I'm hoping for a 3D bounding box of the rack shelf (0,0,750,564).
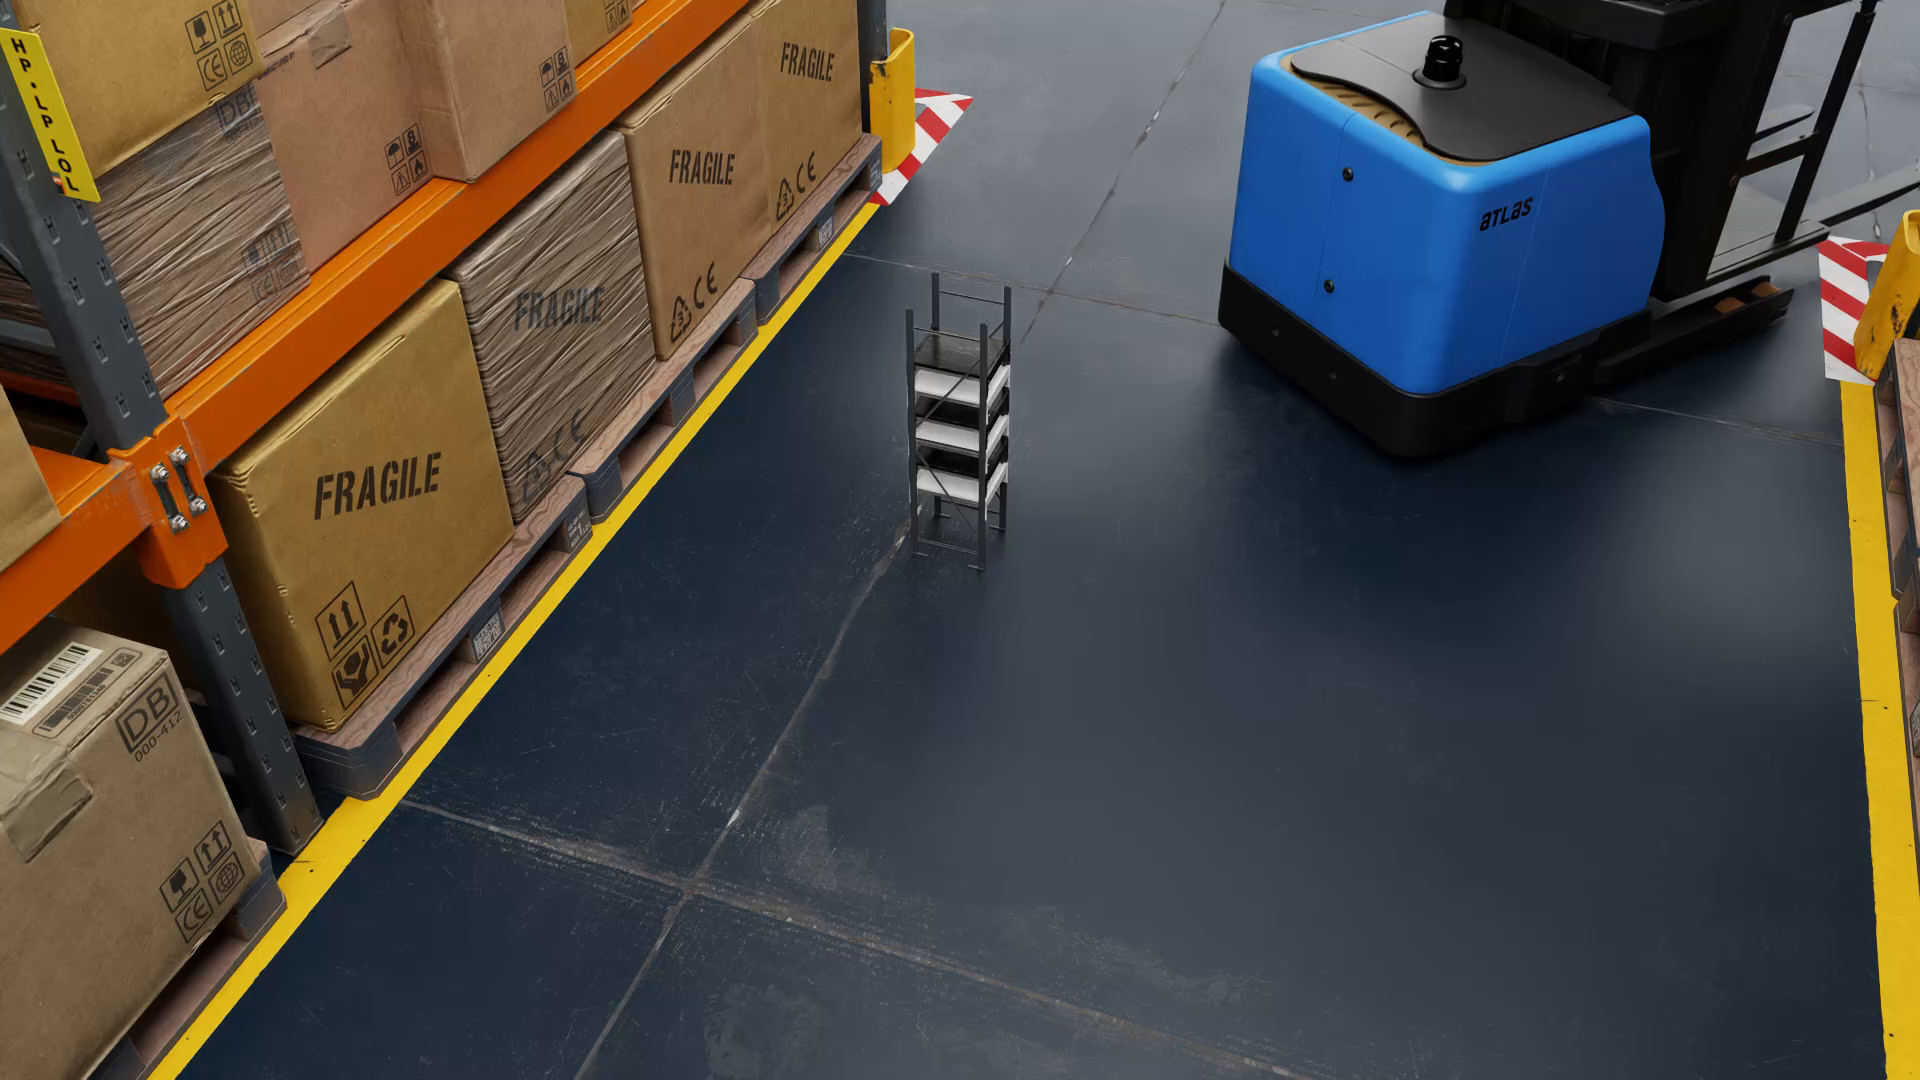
[{"bbox_3d":[-1.476,-1.413,5.150,1.077,0.370,4.000,13,42,15],"label":"rack shelf"}]

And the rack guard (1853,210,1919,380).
[{"bbox_3d":[3.808,-0.747,5.741,1.175,0.500,0.348,13,42,15],"label":"rack guard"}]

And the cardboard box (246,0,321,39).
[{"bbox_3d":[-1.922,-1.514,3.766,0.875,0.550,0.550,13,42,15],"label":"cardboard box"}]

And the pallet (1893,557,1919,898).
[{"bbox_3d":[3.079,0.592,4.393,1.003,0.211,1.213,13,42,15],"label":"pallet"}]

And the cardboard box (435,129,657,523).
[{"bbox_3d":[-1.574,-0.737,5.117,0.875,0.875,0.875,14,42,15],"label":"cardboard box"}]

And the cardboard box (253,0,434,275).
[{"bbox_3d":[-1.878,-1.092,4.104,0.875,0.550,0.550,13,42,15],"label":"cardboard box"}]

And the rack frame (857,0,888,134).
[{"bbox_3d":[-0.792,-2.907,6.346,1.000,3.000,0.127,13,42,15],"label":"rack frame"}]

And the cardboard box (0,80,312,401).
[{"bbox_3d":[-2.045,-0.752,3.705,0.875,0.550,0.550,13,42,15],"label":"cardboard box"}]

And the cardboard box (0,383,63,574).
[{"bbox_3d":[-2.087,-0.128,3.011,0.500,0.500,0.500,13,42,15],"label":"cardboard box"}]

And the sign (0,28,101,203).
[{"bbox_3d":[-1.647,-0.763,3.002,0.100,0.325,0.005,13,42,15],"label":"sign"}]

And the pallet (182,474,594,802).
[{"bbox_3d":[-1.826,0.147,4.915,1.003,0.211,1.213,13,42,15],"label":"pallet"}]

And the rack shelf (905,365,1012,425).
[{"bbox_3d":[-0.003,-0.449,4.857,0.258,0.077,0.200,13,42,15],"label":"rack shelf"}]

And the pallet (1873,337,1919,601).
[{"bbox_3d":[3.497,-0.150,5.263,1.003,0.211,1.213,13,42,15],"label":"pallet"}]

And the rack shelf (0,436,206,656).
[{"bbox_3d":[-2.844,1.026,2.290,1.077,0.370,4.000,13,42,15],"label":"rack shelf"}]

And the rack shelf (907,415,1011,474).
[{"bbox_3d":[-0.003,-0.312,4.974,0.258,0.077,0.200,13,42,15],"label":"rack shelf"}]

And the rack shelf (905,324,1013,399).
[{"bbox_3d":[-0.003,-0.517,4.799,0.258,0.077,0.200,13,42,15],"label":"rack shelf"}]

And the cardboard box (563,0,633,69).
[{"bbox_3d":[-1.496,-1.741,4.864,0.875,0.550,0.500,13,42,15],"label":"cardboard box"}]

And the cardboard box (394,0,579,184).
[{"bbox_3d":[-1.583,-1.396,4.459,0.875,0.550,0.550,13,42,15],"label":"cardboard box"}]

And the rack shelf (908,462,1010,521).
[{"bbox_3d":[-0.003,-0.175,5.091,0.258,0.077,0.200,13,42,15],"label":"rack shelf"}]

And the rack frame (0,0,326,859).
[{"bbox_3d":[-2.160,-0.467,3.487,1.000,3.000,0.127,13,42,15],"label":"rack frame"}]

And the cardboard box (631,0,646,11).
[{"bbox_3d":[-1.353,-2.074,5.254,0.875,0.550,0.550,13,42,15],"label":"cardboard box"}]

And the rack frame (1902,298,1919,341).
[{"bbox_3d":[3.834,-1.744,4.984,1.000,3.000,0.127,13,42,15],"label":"rack frame"}]

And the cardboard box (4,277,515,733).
[{"bbox_3d":[-1.879,-0.187,4.471,0.875,0.875,0.875,14,42,16],"label":"cardboard box"}]

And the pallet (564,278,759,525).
[{"bbox_3d":[-1.411,-0.599,5.790,1.003,0.211,1.213,13,42,15],"label":"pallet"}]

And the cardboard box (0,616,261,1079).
[{"bbox_3d":[-2.287,0.627,3.613,1.050,0.750,0.750,13,42,15],"label":"cardboard box"}]

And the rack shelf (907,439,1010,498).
[{"bbox_3d":[-0.003,-0.244,5.032,0.258,0.077,0.200,13,42,15],"label":"rack shelf"}]

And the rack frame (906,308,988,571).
[{"bbox_3d":[-0.038,-0.275,4.879,0.240,0.900,0.006,13,42,15],"label":"rack frame"}]

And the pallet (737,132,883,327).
[{"bbox_3d":[-0.992,-1.341,6.659,1.003,0.211,1.213,13,42,15],"label":"pallet"}]

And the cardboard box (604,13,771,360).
[{"bbox_3d":[-1.261,-1.293,5.768,0.875,0.875,0.875,13,42,14],"label":"cardboard box"}]

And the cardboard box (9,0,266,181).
[{"bbox_3d":[-2.001,-1.152,3.342,0.875,0.550,0.550,13,42,15],"label":"cardboard box"}]

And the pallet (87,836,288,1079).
[{"bbox_3d":[-2.353,1.081,3.820,1.003,0.211,1.213,13,42,15],"label":"pallet"}]

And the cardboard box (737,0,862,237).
[{"bbox_3d":[-0.962,-1.830,6.397,0.875,0.875,0.875,14,42,15],"label":"cardboard box"}]

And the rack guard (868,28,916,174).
[{"bbox_3d":[-0.784,-1.971,7.175,1.175,0.500,0.348,13,42,15],"label":"rack guard"}]

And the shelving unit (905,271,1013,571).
[{"bbox_3d":[-0.003,-0.337,4.952,0.258,0.900,0.210,13,42,15],"label":"shelving unit"}]

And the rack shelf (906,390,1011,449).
[{"bbox_3d":[-0.003,-0.381,4.915,0.258,0.077,0.200,13,42,15],"label":"rack shelf"}]

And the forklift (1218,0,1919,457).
[{"bbox_3d":[2.471,-2.107,5.462,3.031,2.935,1.130,-21,45,-23],"label":"forklift"}]

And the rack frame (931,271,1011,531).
[{"bbox_3d":[0.032,-0.399,5.025,0.240,0.900,0.006,13,42,15],"label":"rack frame"}]
